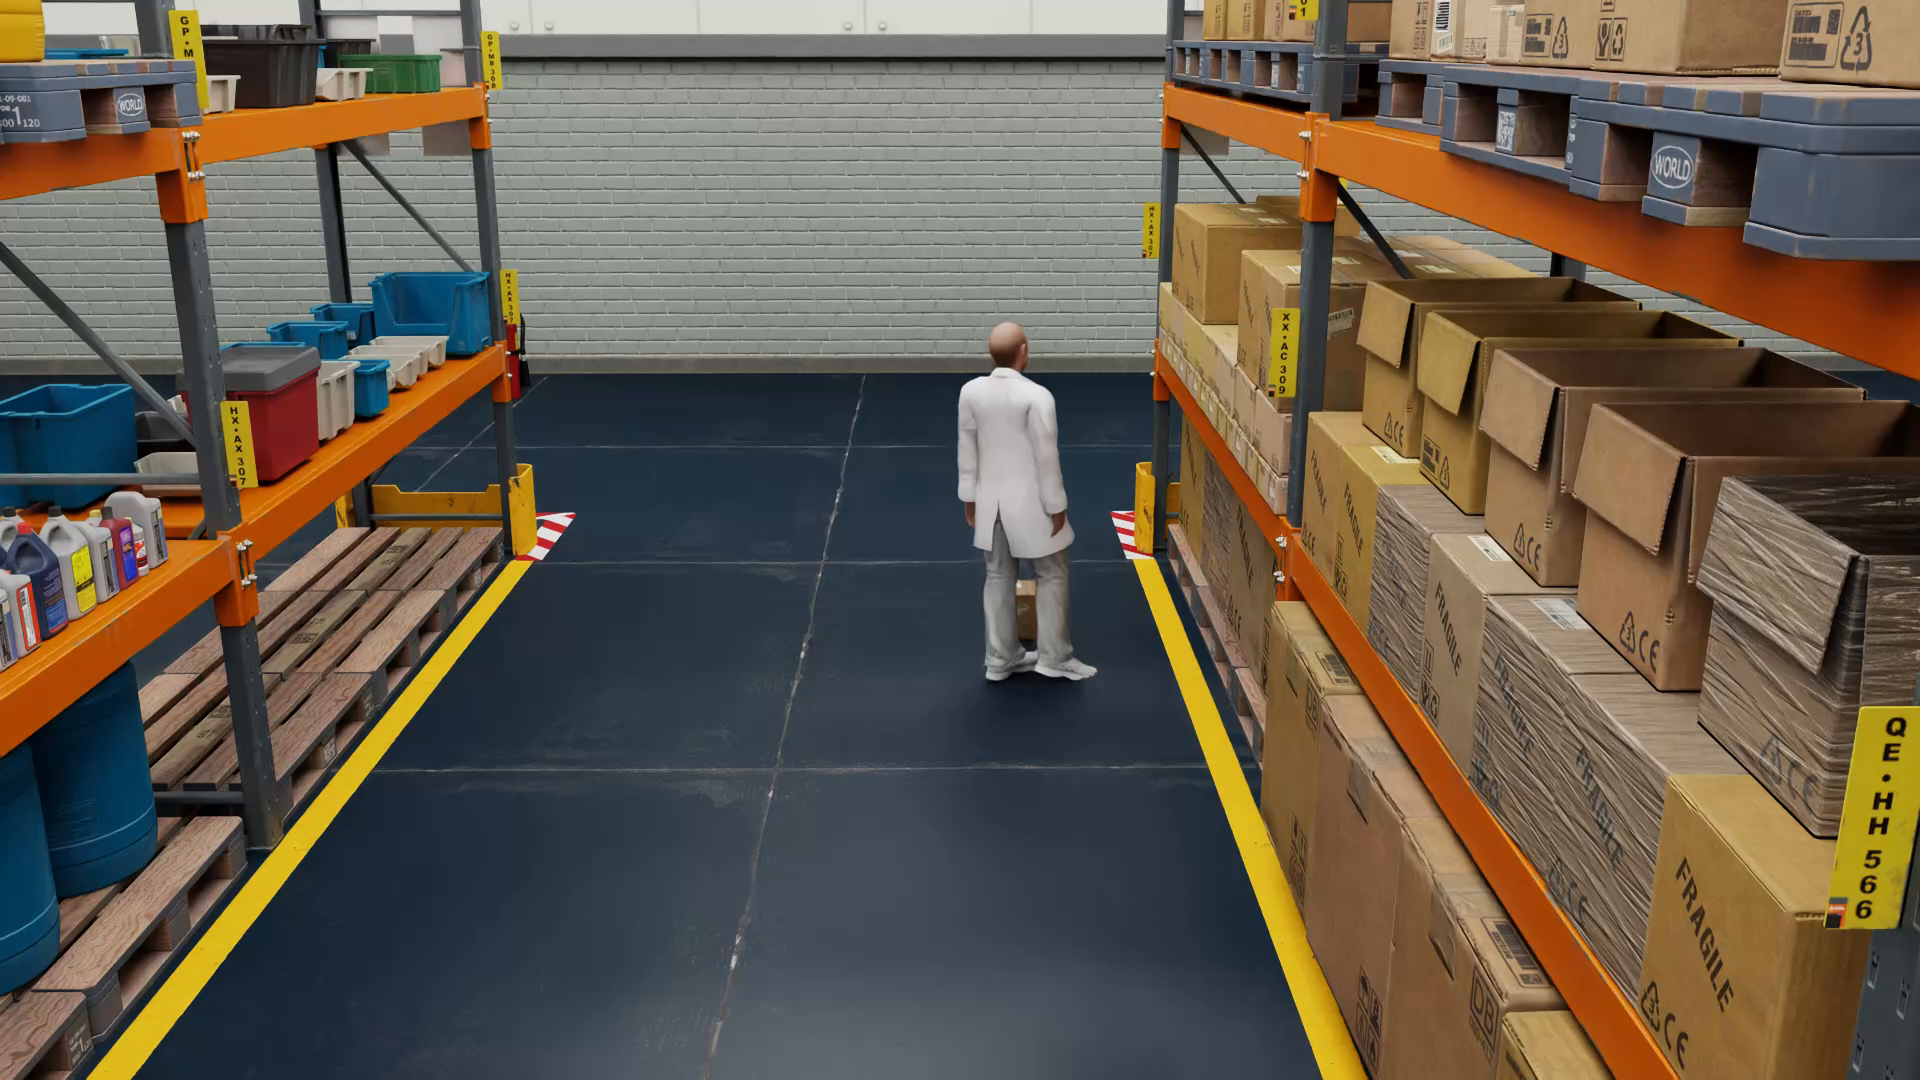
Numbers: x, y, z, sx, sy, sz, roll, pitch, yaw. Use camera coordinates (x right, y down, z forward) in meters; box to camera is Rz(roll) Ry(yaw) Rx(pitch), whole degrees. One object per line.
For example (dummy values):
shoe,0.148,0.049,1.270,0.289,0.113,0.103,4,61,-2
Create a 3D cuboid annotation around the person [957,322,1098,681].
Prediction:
person,0.321,-0.170,8.167,0.636,1.820,0.481,12,20,33
